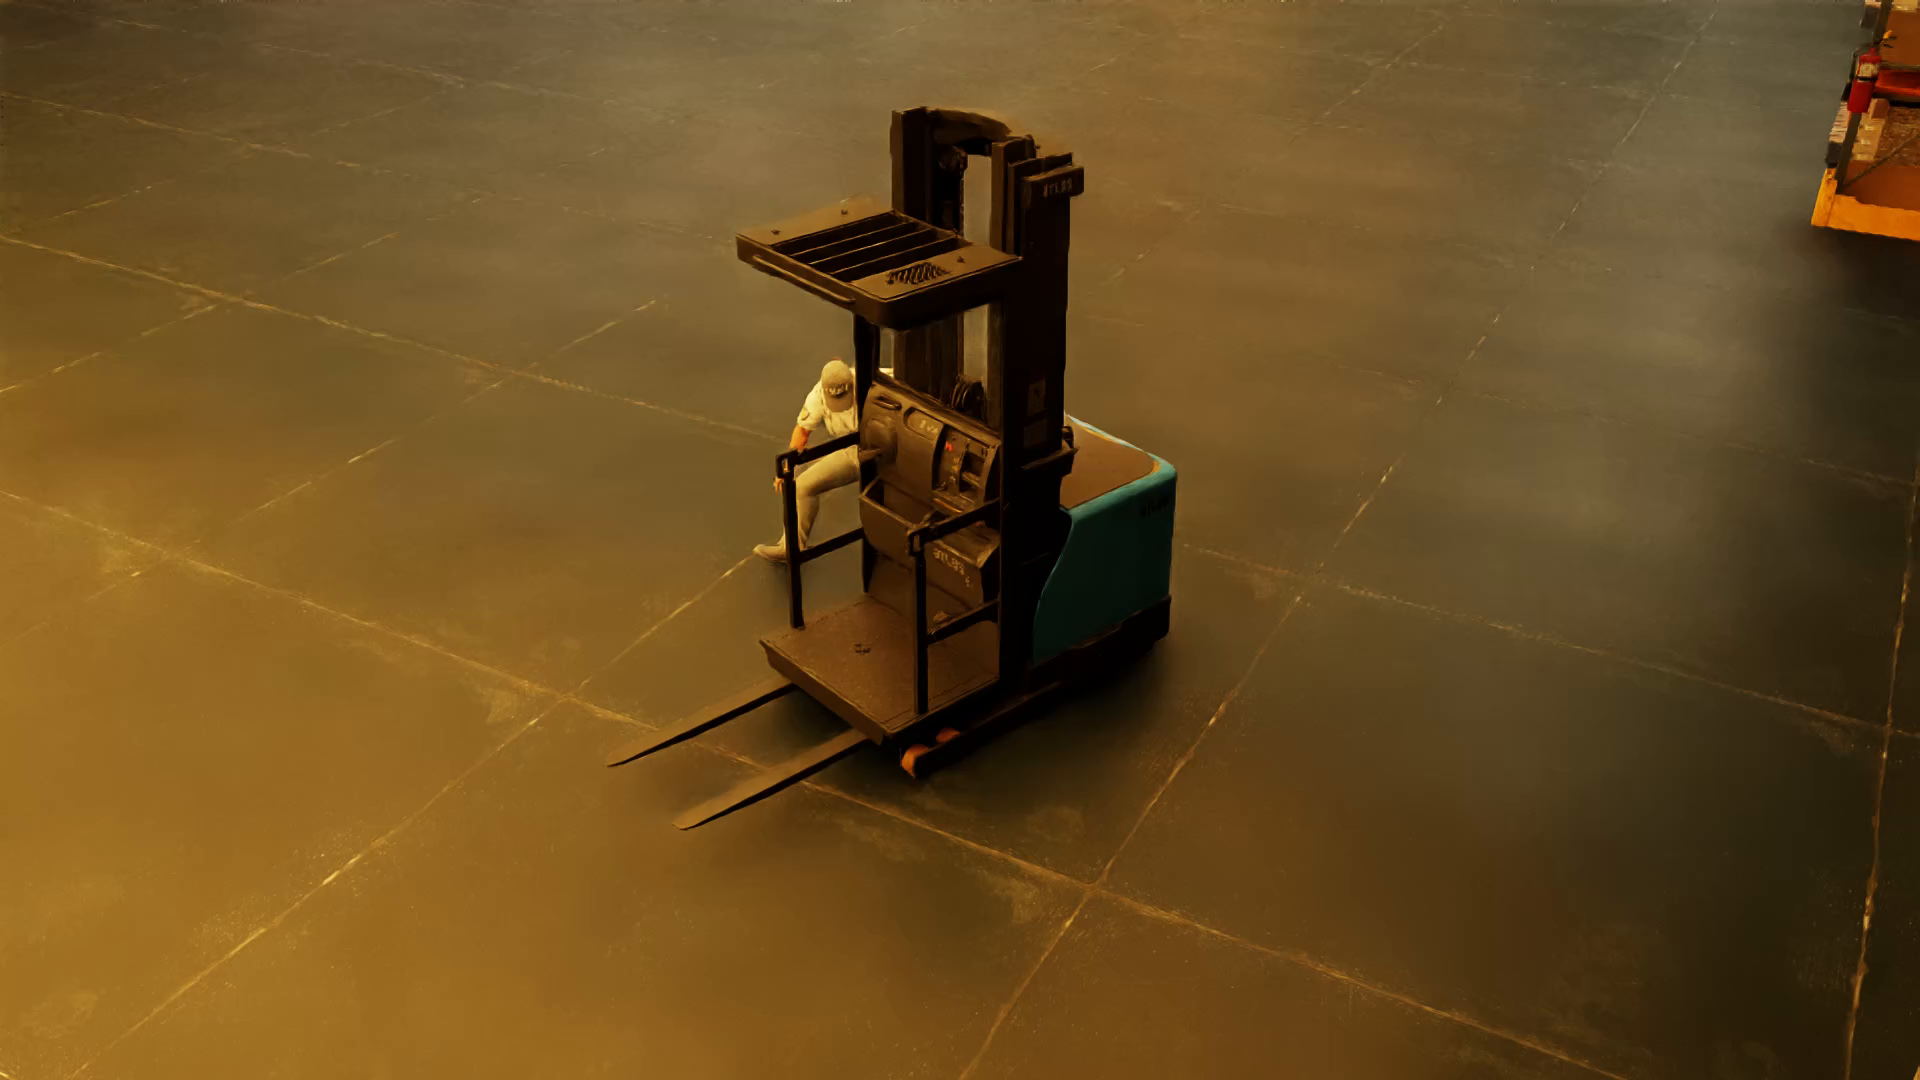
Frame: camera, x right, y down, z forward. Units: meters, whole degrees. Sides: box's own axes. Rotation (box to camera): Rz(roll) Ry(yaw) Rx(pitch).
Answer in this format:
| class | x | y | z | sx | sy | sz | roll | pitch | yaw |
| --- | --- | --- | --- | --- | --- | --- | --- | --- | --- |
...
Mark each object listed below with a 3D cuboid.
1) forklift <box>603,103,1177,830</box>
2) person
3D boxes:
| class | x | y | z | sx | sy | sz | roll | pitch | yaw |
| --- | --- | --- | --- | --- | --- | --- | --- | --- | --- |
| forklift | -0.312 | -0.419 | 7.797 | 3.031 | 2.935 | 1.130 | -24 | 37 | -35 |
| person | -0.484 | -0.418 | 9.407 | 1.270 | 1.352 | 0.741 | 13 | 33 | 22 |
